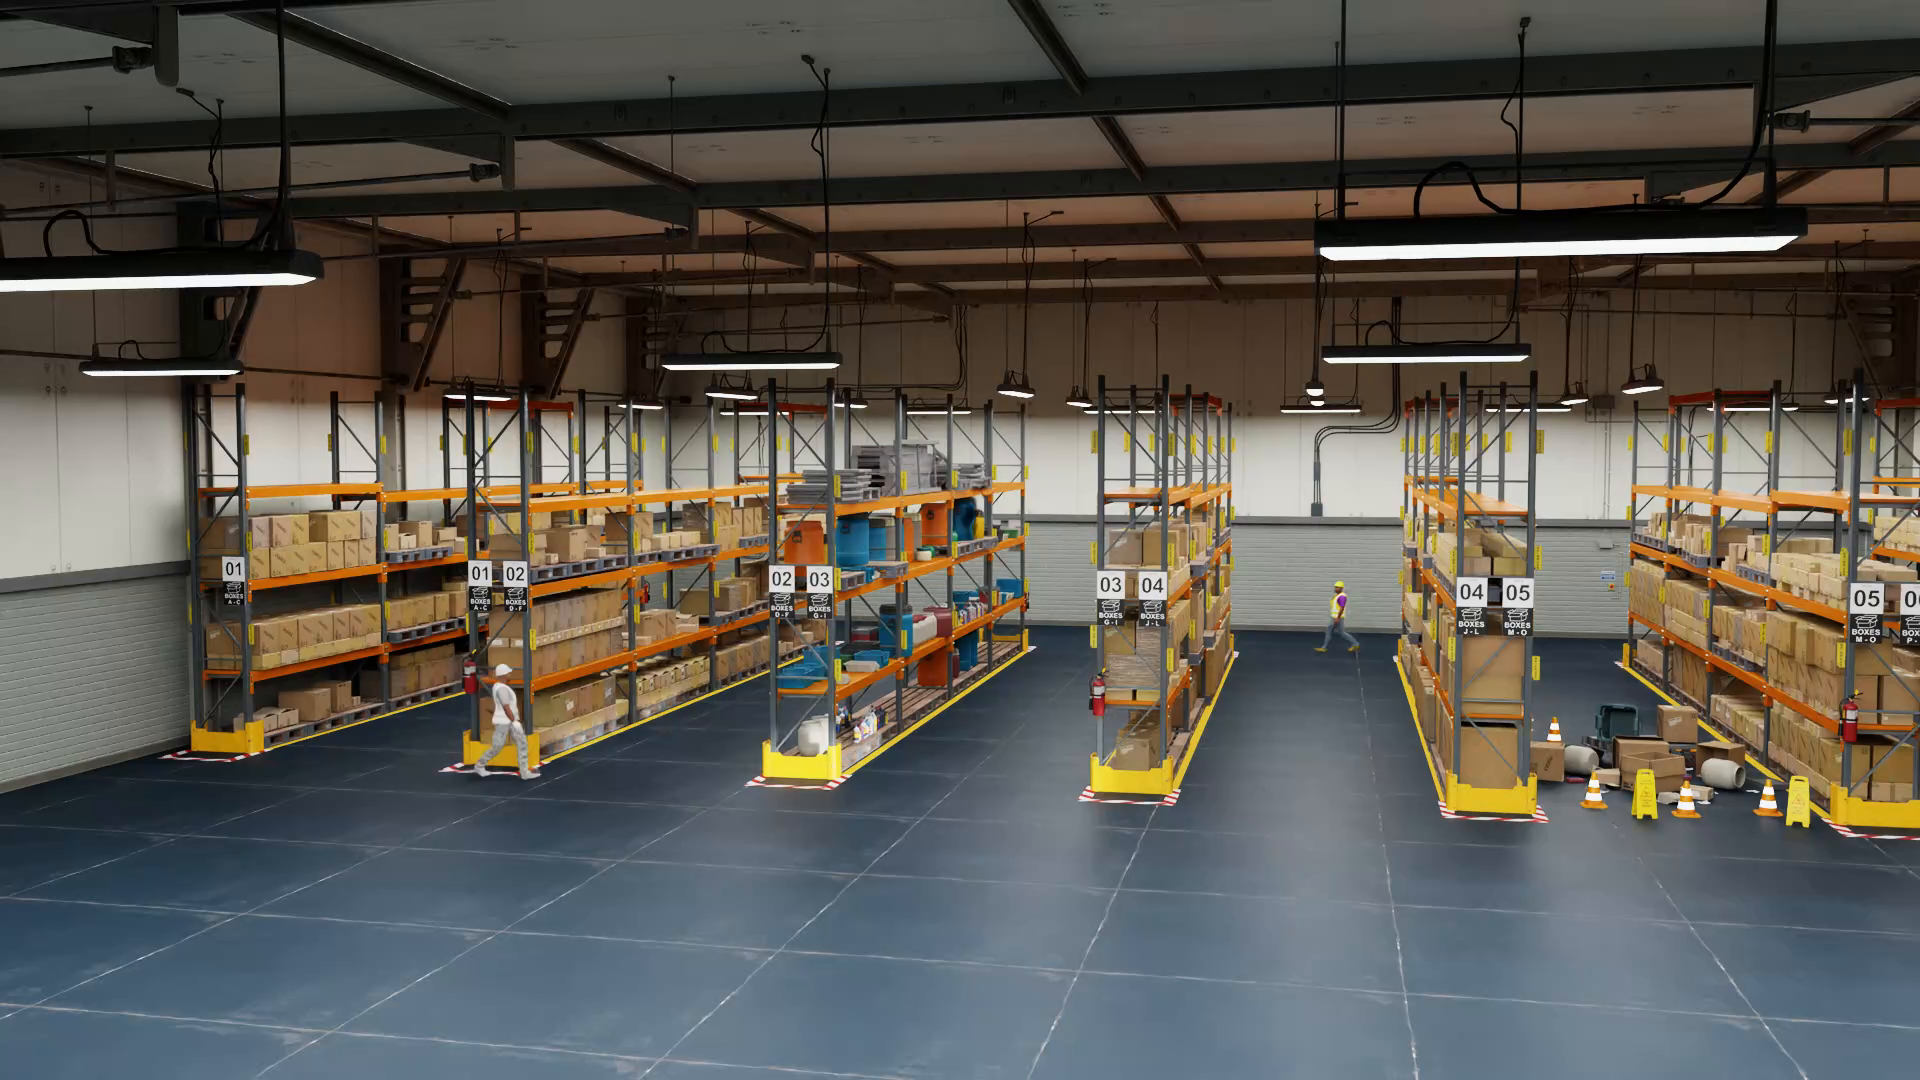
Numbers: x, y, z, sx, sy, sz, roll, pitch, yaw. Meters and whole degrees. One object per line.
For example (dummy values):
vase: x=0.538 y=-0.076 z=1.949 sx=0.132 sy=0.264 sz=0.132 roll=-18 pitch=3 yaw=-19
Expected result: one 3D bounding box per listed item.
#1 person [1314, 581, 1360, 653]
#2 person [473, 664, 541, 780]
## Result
person: x=9.063 y=1.858 z=39.916 sx=1.036 sy=1.735 sz=0.657 roll=0 pitch=3 yaw=2
person: x=-6.779 y=2.720 z=24.801 sx=1.026 sy=1.746 sz=0.494 roll=1 pitch=3 yaw=19
